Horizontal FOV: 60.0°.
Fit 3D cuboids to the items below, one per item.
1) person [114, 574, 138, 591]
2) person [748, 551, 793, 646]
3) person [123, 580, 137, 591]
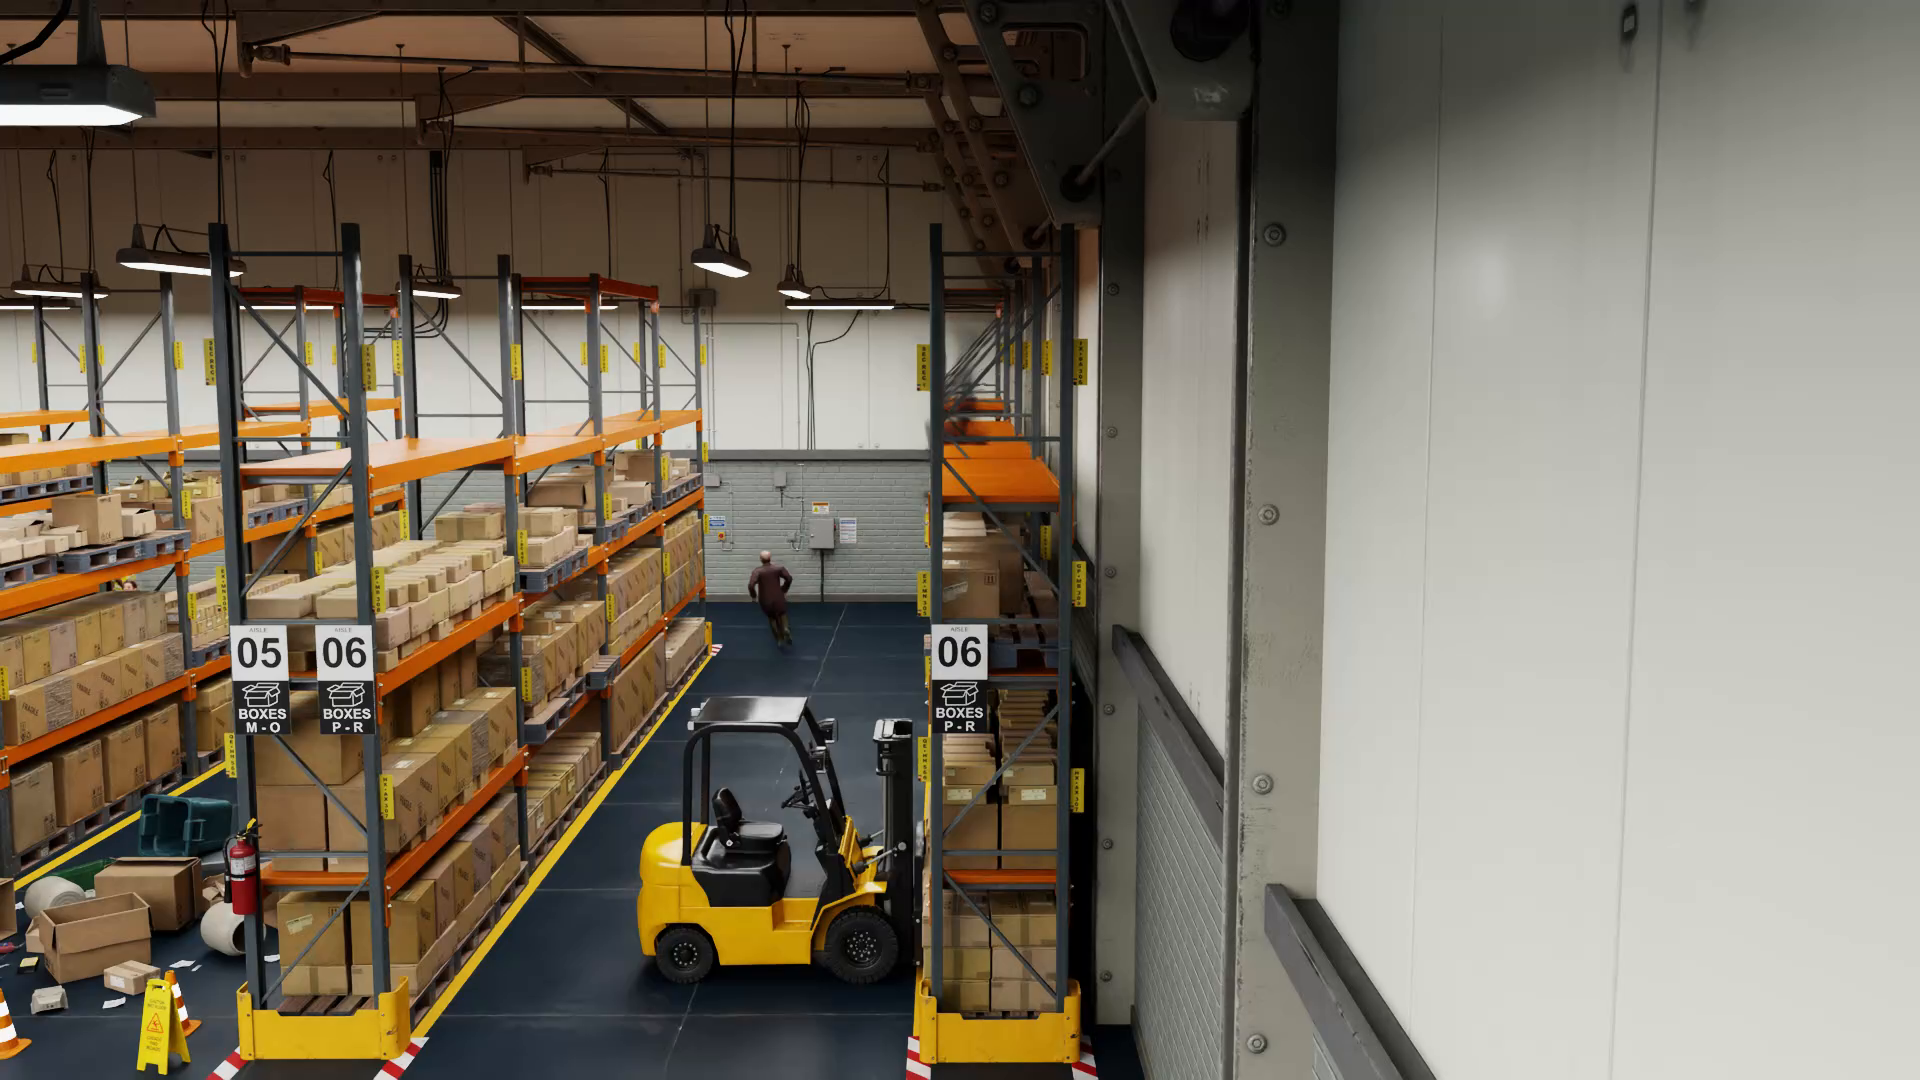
[{"bbox_3d":[-14.627,0.939,29.009,0.900,1.755,0.779,-1,7,-4],"label":"person"},{"bbox_3d":[-3.257,0.998,28.496,0.768,1.681,0.623,-1,7,-11],"label":"person"},{"bbox_3d":[-12.608,1.414,25.356,0.565,1.633,0.599,0,7,0],"label":"person"}]
